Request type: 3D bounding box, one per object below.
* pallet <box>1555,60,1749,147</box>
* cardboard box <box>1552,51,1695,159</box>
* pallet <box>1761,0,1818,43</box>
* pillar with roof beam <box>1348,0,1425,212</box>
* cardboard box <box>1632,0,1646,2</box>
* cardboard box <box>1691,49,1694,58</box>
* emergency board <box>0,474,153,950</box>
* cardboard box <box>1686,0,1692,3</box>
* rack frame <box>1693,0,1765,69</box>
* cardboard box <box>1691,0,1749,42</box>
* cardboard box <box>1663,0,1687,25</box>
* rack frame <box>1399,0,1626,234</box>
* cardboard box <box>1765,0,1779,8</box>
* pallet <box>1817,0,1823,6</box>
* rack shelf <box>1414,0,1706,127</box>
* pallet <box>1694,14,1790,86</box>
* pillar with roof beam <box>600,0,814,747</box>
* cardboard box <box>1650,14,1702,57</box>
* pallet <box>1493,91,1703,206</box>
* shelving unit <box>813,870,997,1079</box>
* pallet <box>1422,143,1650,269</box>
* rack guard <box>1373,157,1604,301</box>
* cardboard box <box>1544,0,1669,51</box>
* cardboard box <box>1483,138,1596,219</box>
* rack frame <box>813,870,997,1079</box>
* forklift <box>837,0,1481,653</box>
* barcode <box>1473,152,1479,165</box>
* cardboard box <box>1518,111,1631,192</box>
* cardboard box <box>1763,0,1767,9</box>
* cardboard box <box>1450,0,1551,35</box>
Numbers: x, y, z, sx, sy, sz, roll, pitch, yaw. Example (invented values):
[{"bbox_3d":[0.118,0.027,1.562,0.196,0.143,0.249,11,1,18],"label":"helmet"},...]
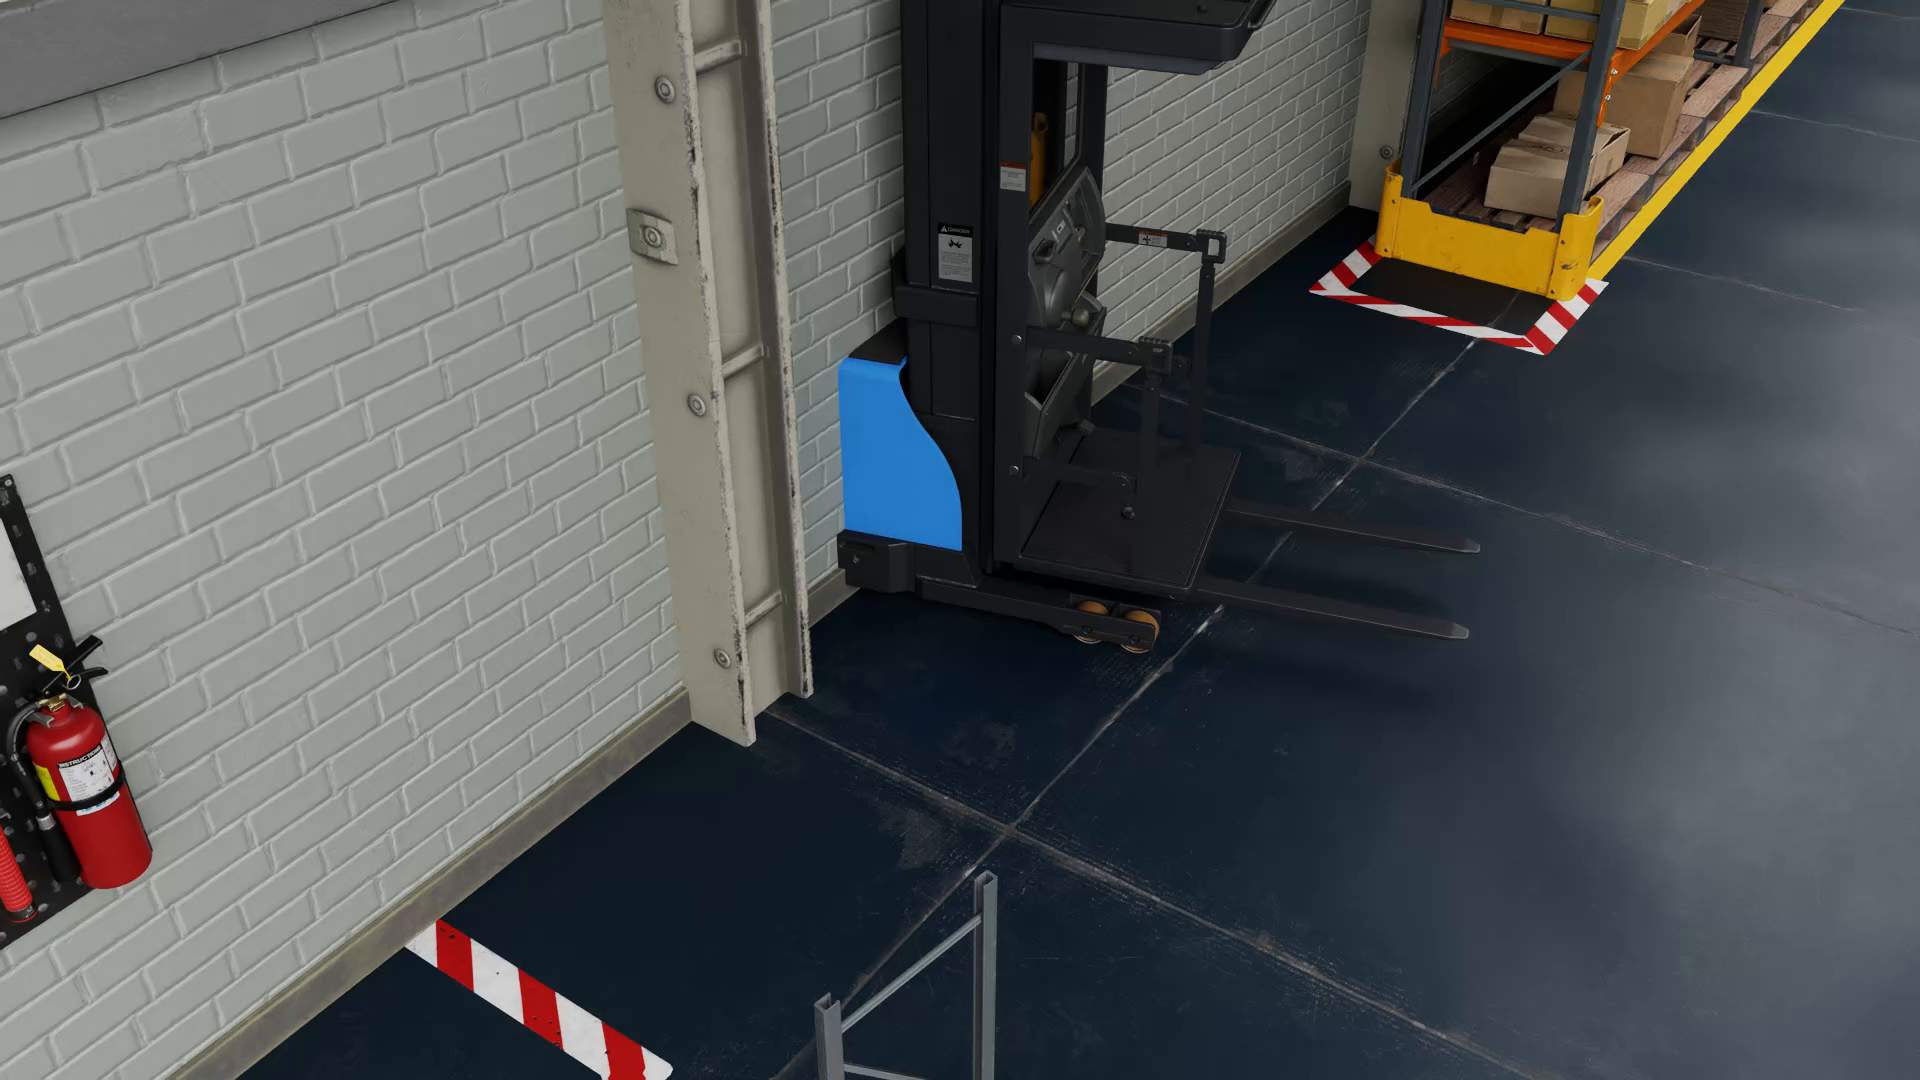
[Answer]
[{"bbox_3d":[4.862,-3.148,11.716,1.003,0.211,1.213,21,39,28],"label":"pallet"},{"bbox_3d":[4.188,-2.803,10.555,0.700,0.500,0.500,19,38,25],"label":"cardboard box"},{"bbox_3d":[6.354,-4.391,13.554,1.003,0.211,1.213,21,39,28],"label":"pallet"},{"bbox_3d":[6.160,-4.491,5.858,9.100,9.000,0.400,21,39,28],"label":"pillar with roof beam"},{"bbox_3d":[3.454,-3.163,8.696,0.500,0.500,0.500,21,39,28],"label":"cardboard box"},{"bbox_3d":[4.935,-3.376,11.701,0.380,0.166,0.250,16,37,22],"label":"cardboard box"},{"bbox_3d":[-2.238,0.506,3.825,0.194,1.169,0.643,21,39,28],"label":"emergency board"},{"bbox_3d":[4.054,-3.328,9.609,0.500,0.250,0.500,21,39,27],"label":"cardboard box"},{"bbox_3d":[5.216,-4.623,11.409,1.000,3.000,0.127,21,39,28],"label":"rack frame"},{"bbox_3d":[5.622,-4.114,12.494,0.700,0.500,0.500,23,40,30],"label":"cardboard box"},{"bbox_3d":[3.759,-3.095,9.265,0.500,0.250,0.500,20,39,27],"label":"cardboard box"},{"bbox_3d":[2.935,-2.782,8.687,1.000,3.000,0.127,21,39,28],"label":"rack frame"},{"bbox_3d":[6.199,-4.590,13.198,0.700,0.500,0.500,22,40,29],"label":"cardboard box"},{"bbox_3d":[7.050,-4.950,14.381,1.003,0.211,1.213,21,39,28],"label":"pallet"},{"bbox_3d":[4.075,-3.405,10.249,1.077,0.370,4.000,21,39,28],"label":"rack shelf"},{"bbox_3d":[5.659,-3.827,12.720,1.003,0.211,1.213,21,39,28],"label":"pallet"},{"bbox_3d":[2.739,-1.730,1.775,9.100,9.000,0.400,21,39,28],"label":"pillar with roof beam"},{"bbox_3d":[4.657,-3.279,11.260,0.500,0.500,0.500,18,38,25],"label":"cardboard box"},{"bbox_3d":[4.167,-2.584,10.882,1.003,0.211,1.213,21,39,28],"label":"pallet"},{"bbox_3d":[0.260,1.622,3.513,1.083,1.500,0.587,28,43,35],"label":"shelving unit"},{"bbox_3d":[3.471,-2.025,10.056,1.003,0.211,1.213,21,39,28],"label":"pallet"},{"bbox_3d":[2.978,-1.782,9.439,1.175,0.500,0.348,21,39,28],"label":"rack guard"},{"bbox_3d":[3.474,-2.852,8.905,0.500,0.250,0.500,20,39,27],"label":"cardboard box"},{"bbox_3d":[3.404,-2.140,9.745,0.500,0.311,0.500,17,37,23],"label":"cardboard box"},{"bbox_3d":[-0.103,1.430,3.797,0.032,1.500,0.500,28,43,35],"label":"rack frame"},{"bbox_3d":[0.595,-1.102,6.263,3.031,2.935,1.130,11,35,15],"label":"forklift"},{"bbox_3d":[3.085,-2.280,9.944,0.001,0.075,0.075,21,39,28],"label":"barcode"},{"bbox_3d":[3.729,-2.403,10.133,0.500,0.311,0.500,25,41,32],"label":"cardboard box"},{"bbox_3d":[5.875,-4.368,12.870,0.700,0.500,0.500,20,39,27],"label":"cardboard box"},{"bbox_3d":[3.042,-3.005,9.133,0.500,0.250,0.500,22,40,29],"label":"cardboard box"}]
